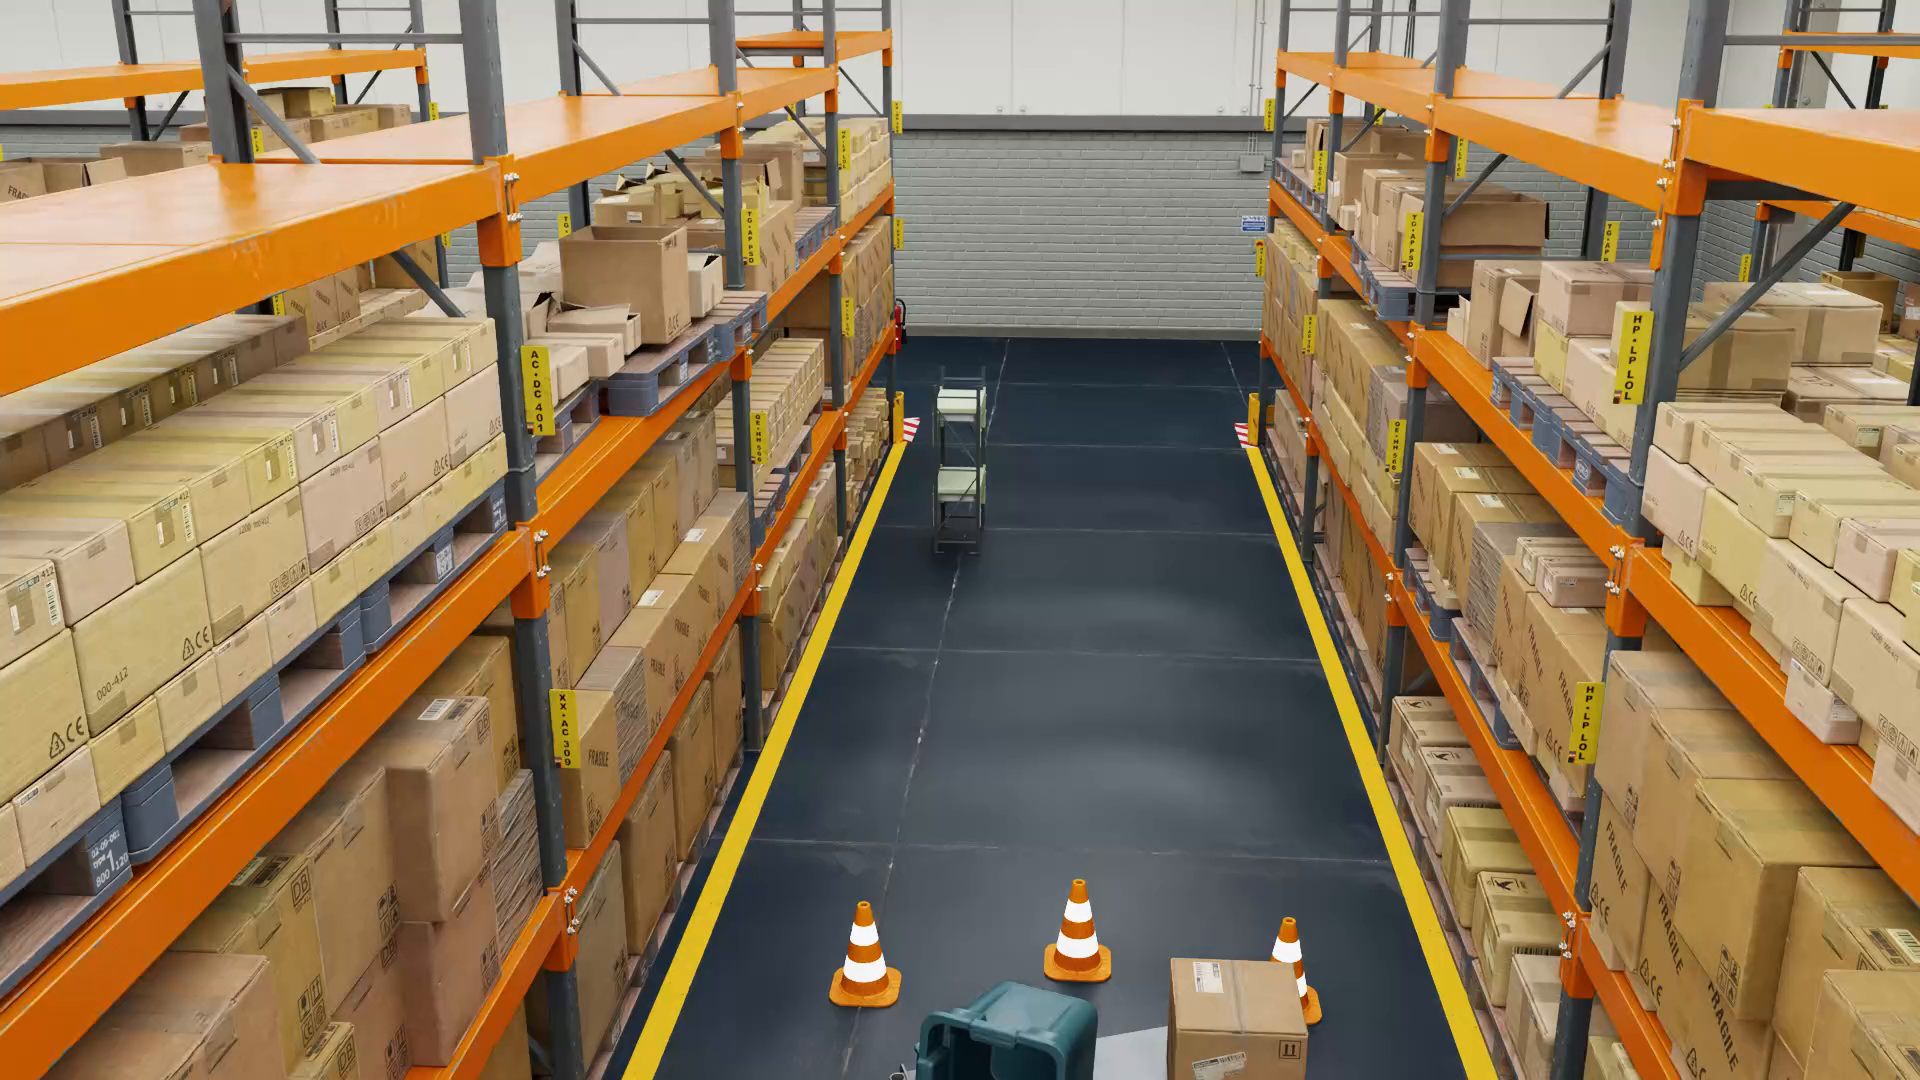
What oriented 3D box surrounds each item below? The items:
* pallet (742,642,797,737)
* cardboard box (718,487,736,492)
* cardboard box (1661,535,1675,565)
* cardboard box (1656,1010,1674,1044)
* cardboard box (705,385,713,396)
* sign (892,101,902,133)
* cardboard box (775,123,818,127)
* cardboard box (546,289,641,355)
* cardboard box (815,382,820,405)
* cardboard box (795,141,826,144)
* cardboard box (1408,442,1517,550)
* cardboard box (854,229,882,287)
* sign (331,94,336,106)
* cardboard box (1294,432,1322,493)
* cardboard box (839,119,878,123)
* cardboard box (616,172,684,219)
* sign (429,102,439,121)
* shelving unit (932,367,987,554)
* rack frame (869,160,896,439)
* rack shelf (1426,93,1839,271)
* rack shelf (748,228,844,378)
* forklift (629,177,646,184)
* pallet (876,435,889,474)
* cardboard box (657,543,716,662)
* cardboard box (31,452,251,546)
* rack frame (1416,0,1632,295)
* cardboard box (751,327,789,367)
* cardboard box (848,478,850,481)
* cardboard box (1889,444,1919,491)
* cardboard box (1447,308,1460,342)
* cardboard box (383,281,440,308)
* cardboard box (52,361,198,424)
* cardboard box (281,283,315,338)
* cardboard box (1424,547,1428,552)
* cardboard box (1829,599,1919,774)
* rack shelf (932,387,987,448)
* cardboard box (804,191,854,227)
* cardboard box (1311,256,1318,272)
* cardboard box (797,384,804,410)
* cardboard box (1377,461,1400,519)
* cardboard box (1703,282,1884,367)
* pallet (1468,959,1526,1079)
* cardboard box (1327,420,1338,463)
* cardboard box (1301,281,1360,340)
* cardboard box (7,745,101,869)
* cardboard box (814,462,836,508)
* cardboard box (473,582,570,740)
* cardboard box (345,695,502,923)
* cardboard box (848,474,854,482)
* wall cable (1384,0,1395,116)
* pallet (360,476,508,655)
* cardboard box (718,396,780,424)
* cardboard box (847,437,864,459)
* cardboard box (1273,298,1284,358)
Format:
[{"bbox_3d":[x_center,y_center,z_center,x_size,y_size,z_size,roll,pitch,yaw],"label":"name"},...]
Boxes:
[{"bbox_3d":[-1.723,1.003,11.524,1.003,0.211,1.213,1,18,4],"label":"pallet"},{"bbox_3d":[-1.547,-0.295,10.734,0.380,0.149,0.250,1,18,3],"label":"cardboard box"},{"bbox_3d":[2.608,0.028,5.607,0.380,0.149,0.250,1,18,3],"label":"cardboard box"},{"bbox_3d":[2.580,1.614,5.582,0.380,0.149,0.250,1,18,4],"label":"cardboard box"},{"bbox_3d":[-2.072,-1.171,12.454,0.380,0.149,0.250,2,18,6],"label":"cardboard box"},{"bbox_3d":[-0.654,-4.392,17.270,0.100,0.325,0.005,1,18,4],"label":"sign"},{"bbox_3d":[-1.603,-4.013,16.334,0.380,0.149,0.250,2,18,5],"label":"cardboard box"},{"bbox_3d":[-1.721,-1.023,7.790,0.396,0.266,0.258,1,18,4],"label":"cardboard box"},{"bbox_3d":[-1.342,-1.194,13.478,0.380,0.149,0.250,1,18,4],"label":"cardboard box"},{"bbox_3d":[-1.217,-3.351,14.314,0.380,0.149,0.250,1,18,3],"label":"cardboard box"},{"bbox_3d":[2.901,-0.255,9.570,0.500,0.500,0.500,1,18,2],"label":"cardboard box"},{"bbox_3d":[-1.056,-2.762,16.290,0.500,0.500,0.500,2,18,7],"label":"cardboard box"},{"bbox_3d":[-6.700,-4.599,17.794,0.100,0.325,0.005,1,18,4],"label":"sign"},{"bbox_3d":[3.667,-0.696,15.669,0.875,0.438,0.875,1,18,2],"label":"cardboard box"},{"bbox_3d":[-1.031,-4.161,16.785,0.380,0.149,0.250,2,18,5],"label":"cardboard box"},{"bbox_3d":[-1.988,-2.208,10.636,0.396,0.266,0.258,1,18,4],"label":"cardboard box"},{"bbox_3d":[-5.606,-4.499,17.723,0.100,0.325,0.005,1,18,4],"label":"sign"},{"bbox_3d":[0.000,-0.711,14.683,0.431,1.500,0.755,1,18,4],"label":"shelving unit"},{"bbox_3d":[-1.207,-2.564,17.932,1.000,3.000,0.127,1,18,4],"label":"rack frame"},{"bbox_3d":[3.021,-1.699,7.453,1.077,0.370,4.000,1,18,4],"label":"rack shelf"},{"bbox_3d":[-1.637,-1.785,11.890,1.077,0.370,4.000,1,18,4],"label":"rack shelf"},{"bbox_3d":[-2.890,-2.012,16.357,1.130,2.935,3.031,0,18,0],"label":"forklift"},{"bbox_3d":[-1.305,-0.964,17.527,1.003,0.211,1.213,1,18,4],"label":"pallet"},{"bbox_3d":[-1.618,0.329,8.942,0.500,0.500,0.500,1,18,3],"label":"cardboard box"},{"bbox_3d":[-1.902,-0.098,3.876,0.380,0.149,0.250,2,18,5],"label":"cardboard box"},{"bbox_3d":[3.165,-2.852,9.174,1.000,3.000,0.127,1,18,4],"label":"rack frame"},{"bbox_3d":[-1.740,-1.668,14.557,0.500,0.500,0.500,1,18,4],"label":"cardboard box"},{"bbox_3d":[-1.216,-0.655,15.530,0.380,0.149,0.250,0,18,1],"label":"cardboard box"},{"bbox_3d":[3.023,-0.179,4.957,0.380,0.149,0.250,2,18,5],"label":"cardboard box"},{"bbox_3d":[2.972,-1.213,9.393,0.380,0.149,0.250,1,18,4],"label":"cardboard box"},{"bbox_3d":[-5.917,-2.620,17.865,0.500,0.250,0.500,1,18,3],"label":"cardboard box"},{"bbox_3d":[-2.485,-0.427,4.881,0.380,0.149,0.250,1,18,3],"label":"cardboard box"},{"bbox_3d":[-6.144,-2.034,14.871,0.500,0.500,0.500,1,18,4],"label":"cardboard box"},{"bbox_3d":[2.956,0.016,9.786,0.380,0.149,0.250,0,18,1],"label":"cardboard box"},{"bbox_3d":[2.463,0.349,3.986,0.500,0.250,0.500,1,18,4],"label":"cardboard box"},{"bbox_3d":[0.000,-1.081,14.562,0.431,0.370,0.720,1,18,4],"label":"rack shelf"},{"bbox_3d":[-1.197,-2.814,14.118,0.500,0.250,0.500,2,18,7],"label":"cardboard box"},{"bbox_3d":[3.311,-2.412,14.660,0.380,0.149,0.250,1,18,3],"label":"cardboard box"},{"bbox_3d":[-1.398,-1.091,12.687,0.380,0.149,0.250,0,18,1],"label":"cardboard box"},{"bbox_3d":[2.946,-0.323,10.530,0.500,0.250,0.500,1,18,4],"label":"cardboard box"},{"bbox_3d":[3.345,-0.877,6.729,0.500,0.250,0.500,1,18,3],"label":"cardboard box"},{"bbox_3d":[2.932,2.325,7.489,1.003,0.211,1.213,1,18,4],"label":"pallet"},{"bbox_3d":[3.068,-0.721,12.548,0.500,0.250,0.500,1,18,3],"label":"cardboard box"},{"bbox_3d":[3.210,-1.918,14.194,0.500,0.500,0.500,1,18,3],"label":"cardboard box"},{"bbox_3d":[-1.955,0.517,3.280,0.380,0.149,0.250,1,18,4],"label":"cardboard box"},{"bbox_3d":[-1.294,-0.453,13.625,0.500,0.250,0.500,1,18,2],"label":"cardboard box"},{"bbox_3d":[-2.037,0.485,6.858,0.700,0.500,0.500,1,18,3],"label":"cardboard box"},{"bbox_3d":[-2.051,0.865,5.490,0.875,0.550,0.550,1,18,4],"label":"cardboard box"},{"bbox_3d":[-1.193,-0.514,15.578,0.380,0.149,0.250,1,18,3],"label":"cardboard box"},{"bbox_3d":[4.615,-7.092,22.114,2.355,3.000,0.029,1,18,4],"label":"wall cable"},{"bbox_3d":[-2.136,0.033,5.330,1.003,0.211,1.213,1,18,4],"label":"pallet"},{"bbox_3d":[-1.478,-0.908,11.650,0.380,0.149,0.250,2,18,6],"label":"cardboard box"},{"bbox_3d":[-1.118,-0.875,15.724,0.380,0.149,0.250,2,18,5],"label":"cardboard box"},{"bbox_3d":[3.354,-2.075,16.278,0.500,0.500,0.500,1,18,4],"label":"cardboard box"}]
